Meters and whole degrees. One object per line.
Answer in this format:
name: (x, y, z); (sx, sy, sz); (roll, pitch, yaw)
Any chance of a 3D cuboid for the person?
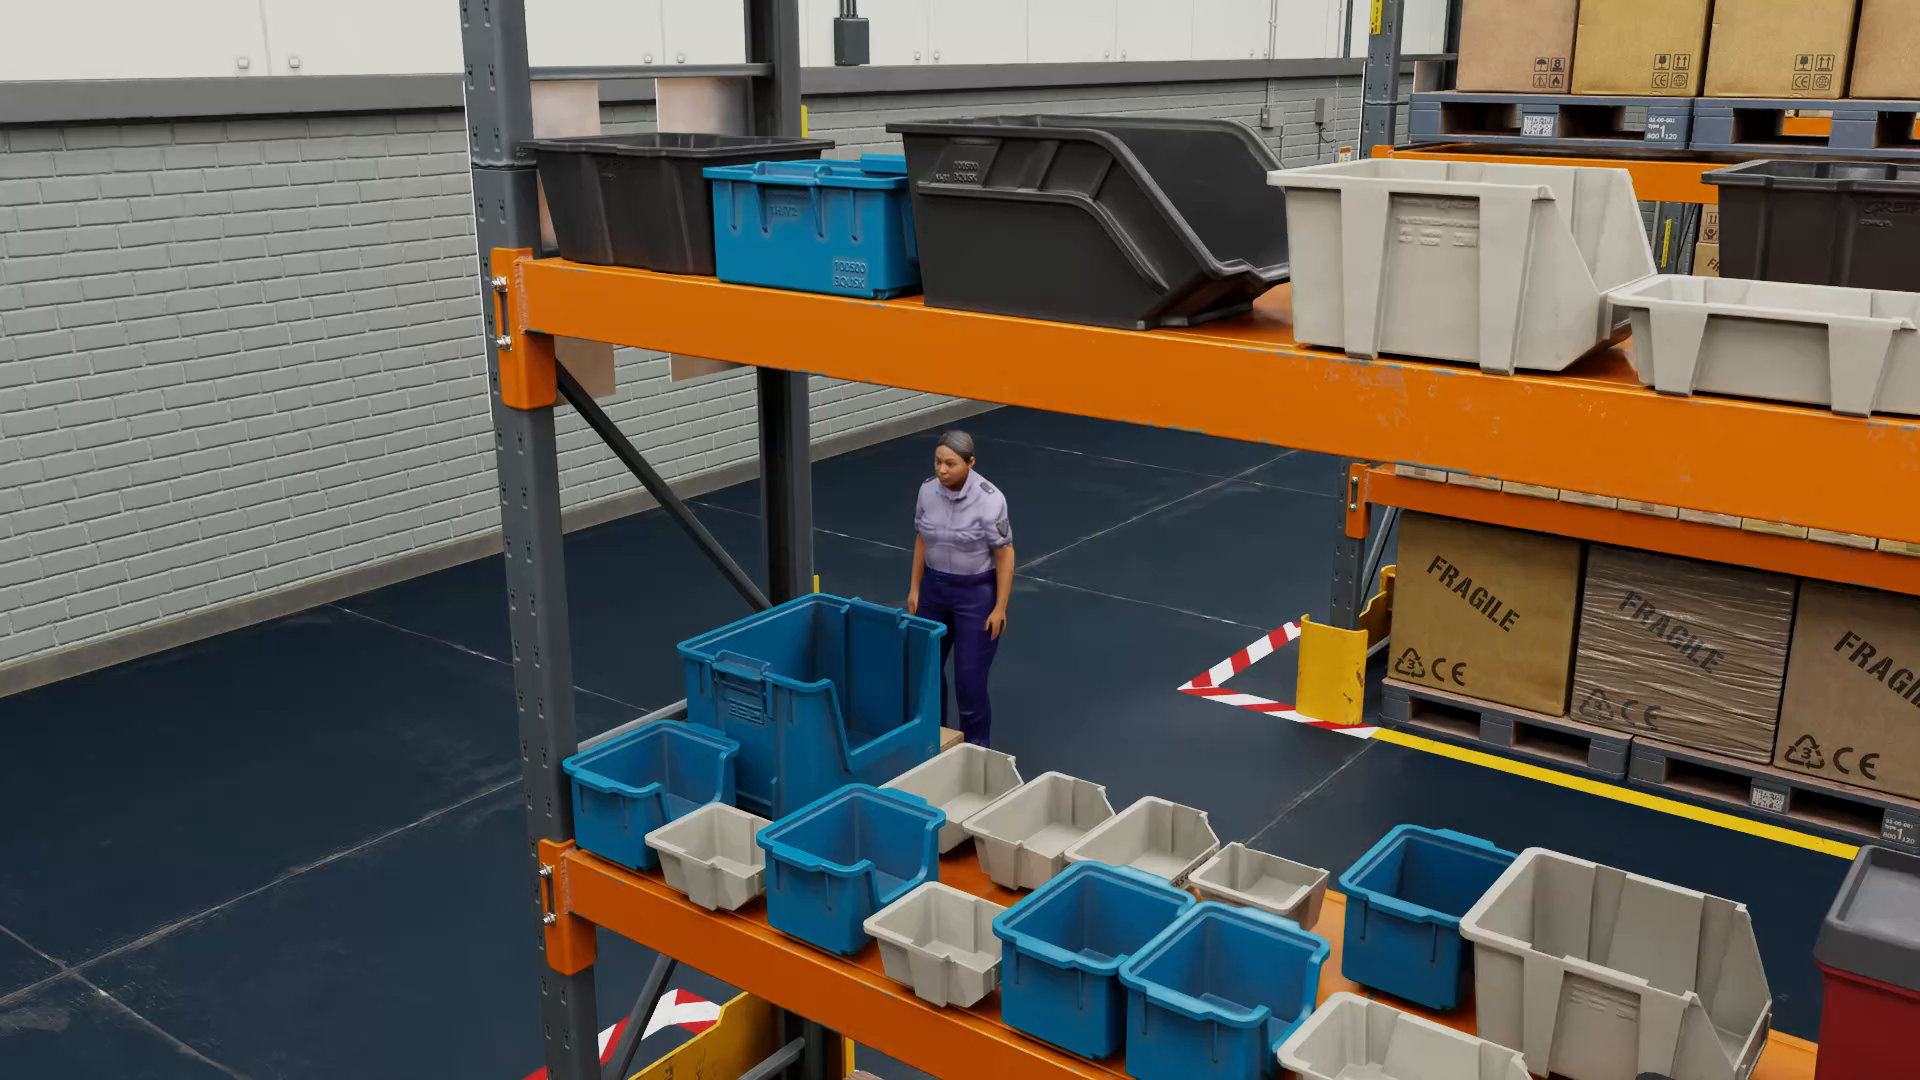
person: (-0.030, 0.298, 7.586); (0.551, 1.636, 0.425); (11, 20, 32)
